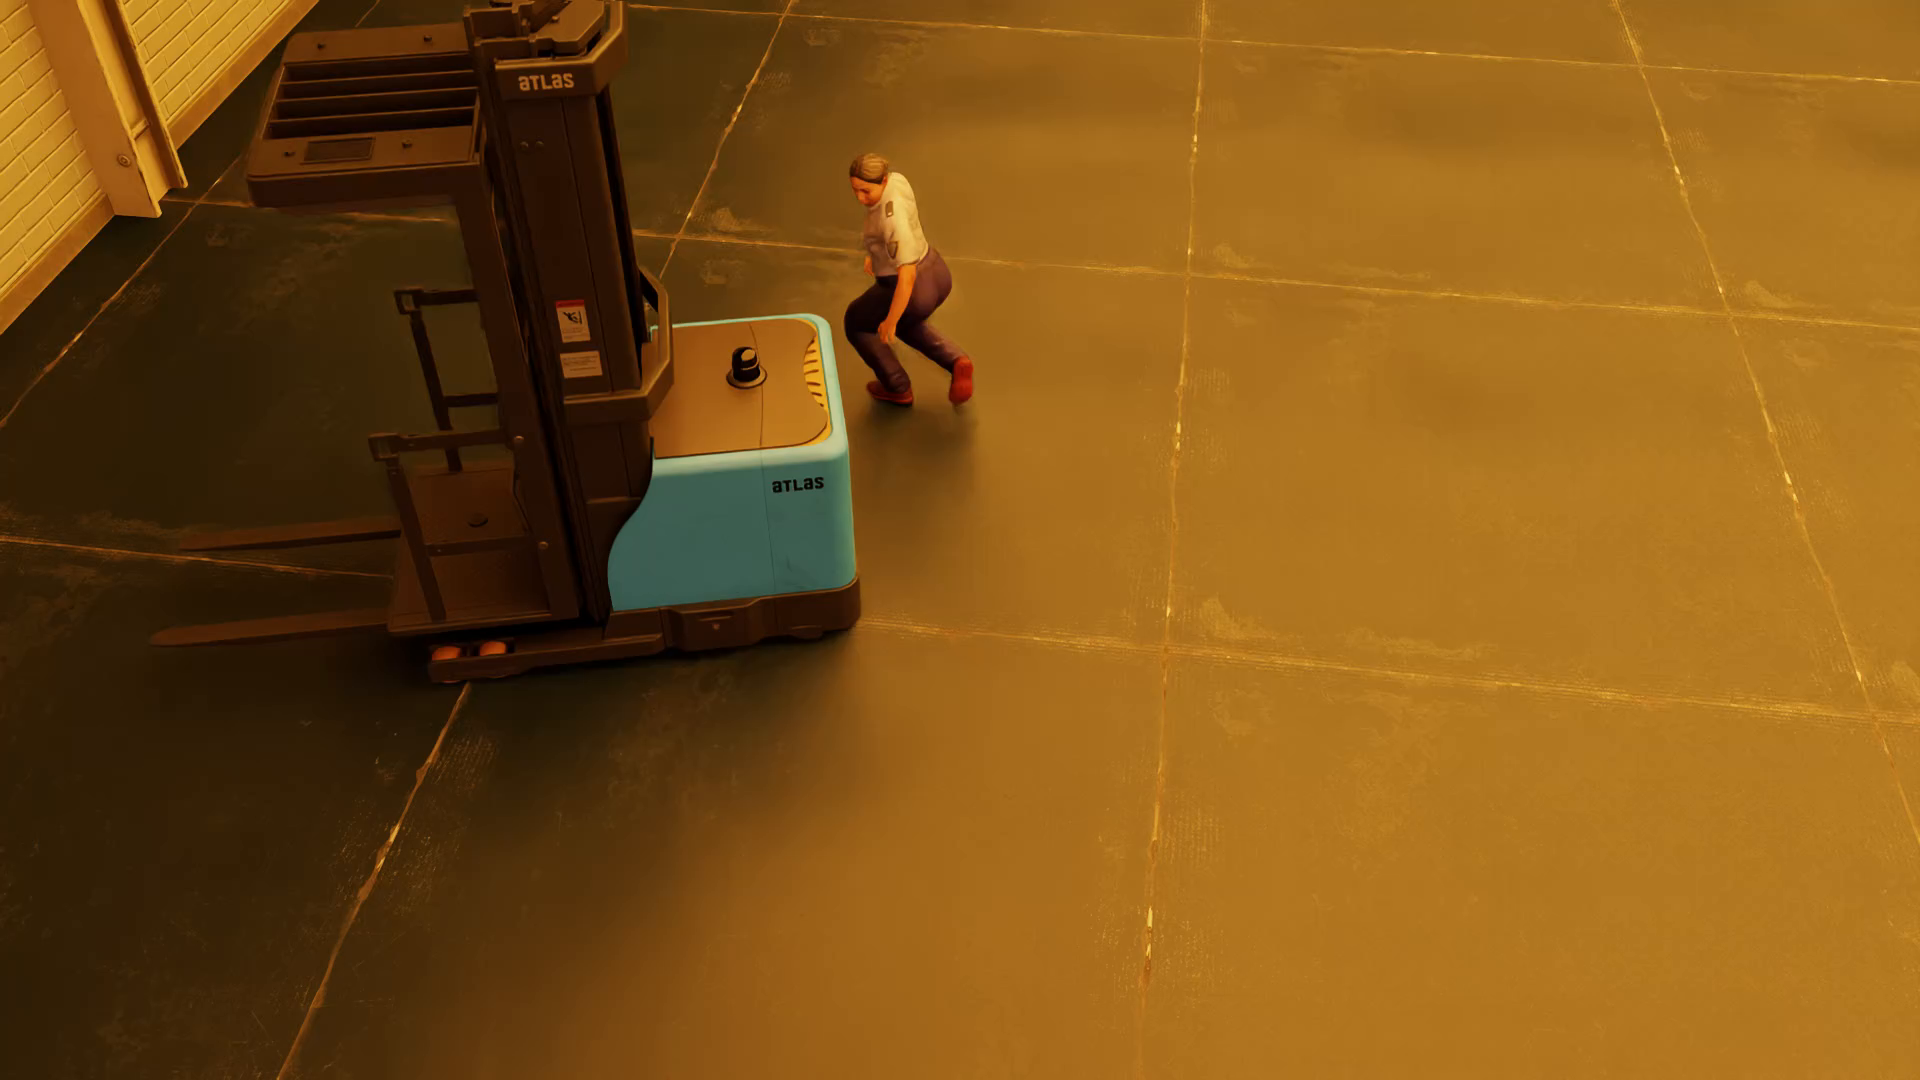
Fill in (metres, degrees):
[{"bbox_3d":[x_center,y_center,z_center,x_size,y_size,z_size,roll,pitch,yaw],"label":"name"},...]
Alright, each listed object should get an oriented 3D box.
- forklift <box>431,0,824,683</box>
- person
[{"bbox_3d":[-2.003,-0.845,6.645,3.031,2.935,1.121,-6,43,-6],"label":"forklift"},{"bbox_3d":[-0.275,-1.250,8.220,0.682,1.439,0.633,15,45,16],"label":"person"}]
